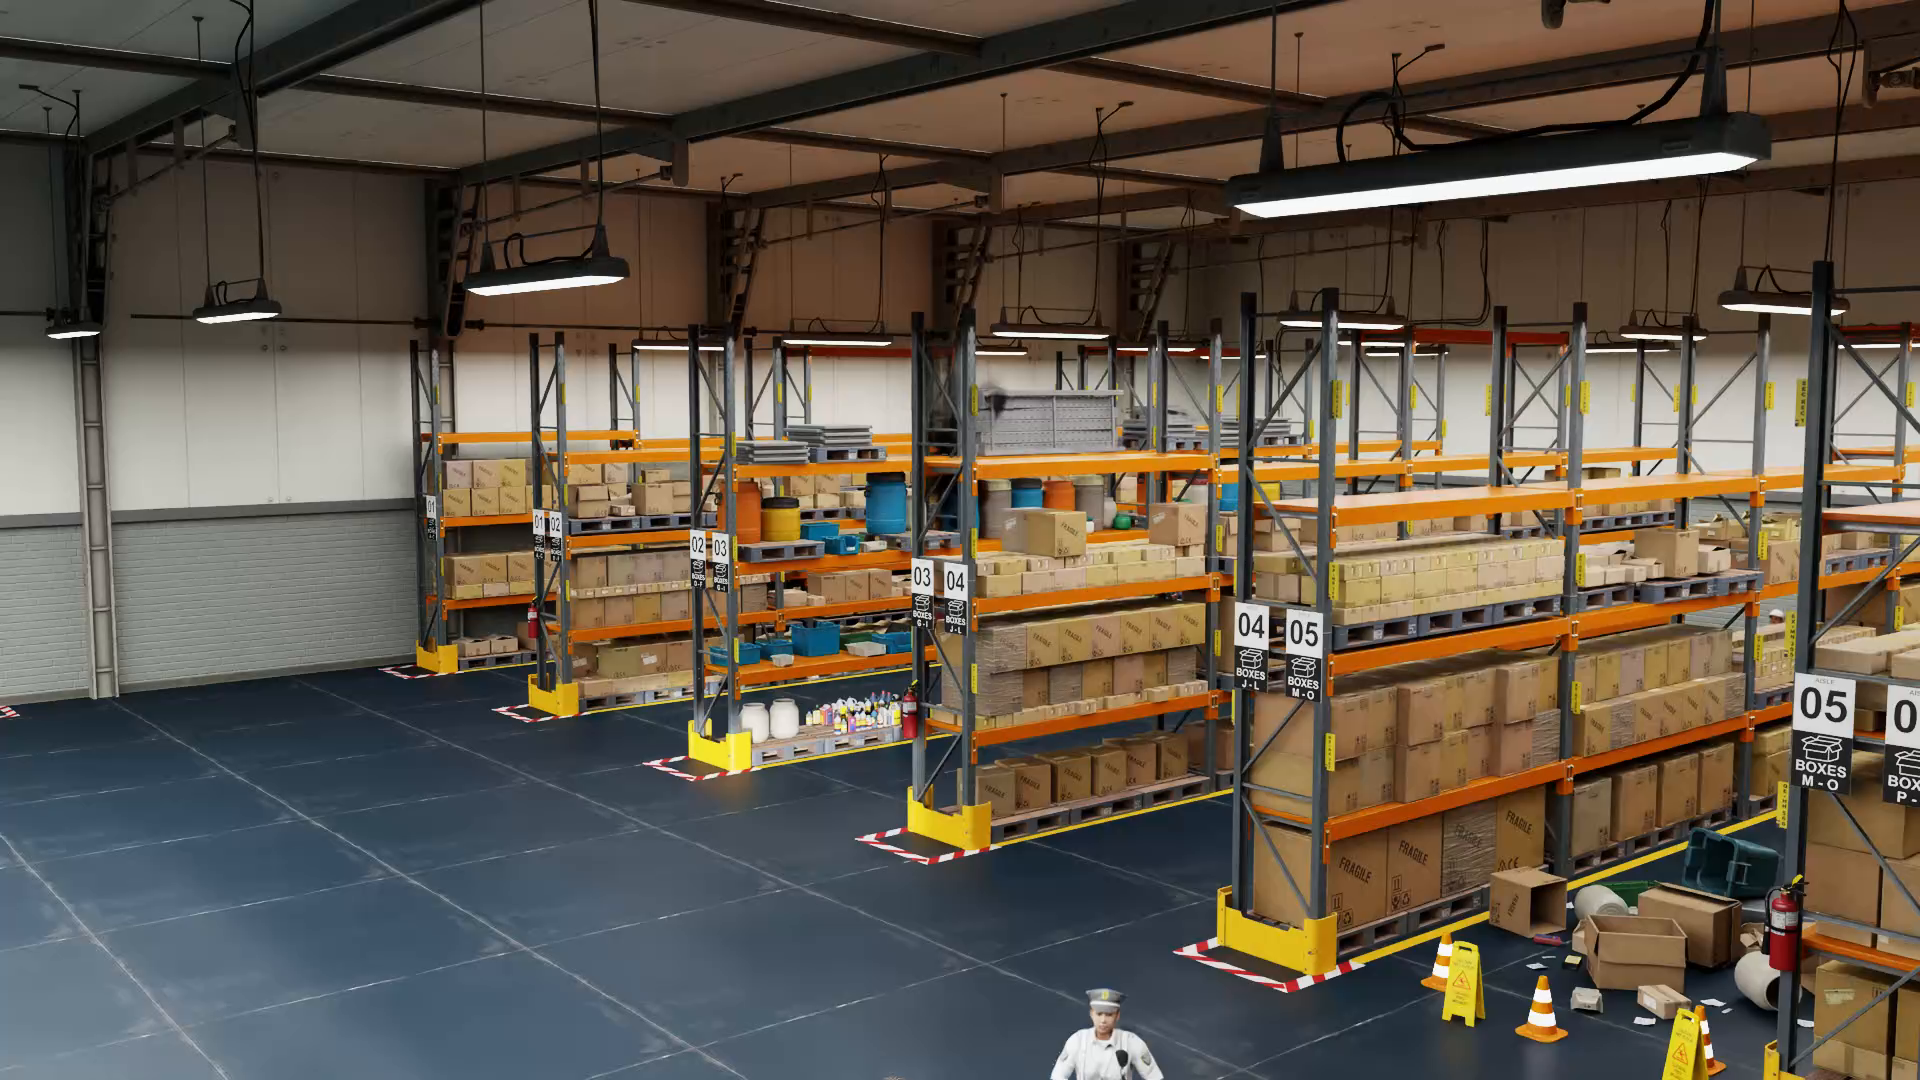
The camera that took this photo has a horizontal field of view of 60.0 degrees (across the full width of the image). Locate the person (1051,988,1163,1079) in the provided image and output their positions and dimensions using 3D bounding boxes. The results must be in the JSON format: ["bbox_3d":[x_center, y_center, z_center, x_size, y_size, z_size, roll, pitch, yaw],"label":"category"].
[{"bbox_3d":[0.869,3.426,9.885,0.667,1.643,0.585,1,5,9],"label":"person"}]

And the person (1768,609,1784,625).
[{"bbox_3d":[12.310,1.936,25.174,1.024,1.790,0.693,-4,7,-39],"label":"person"}]
